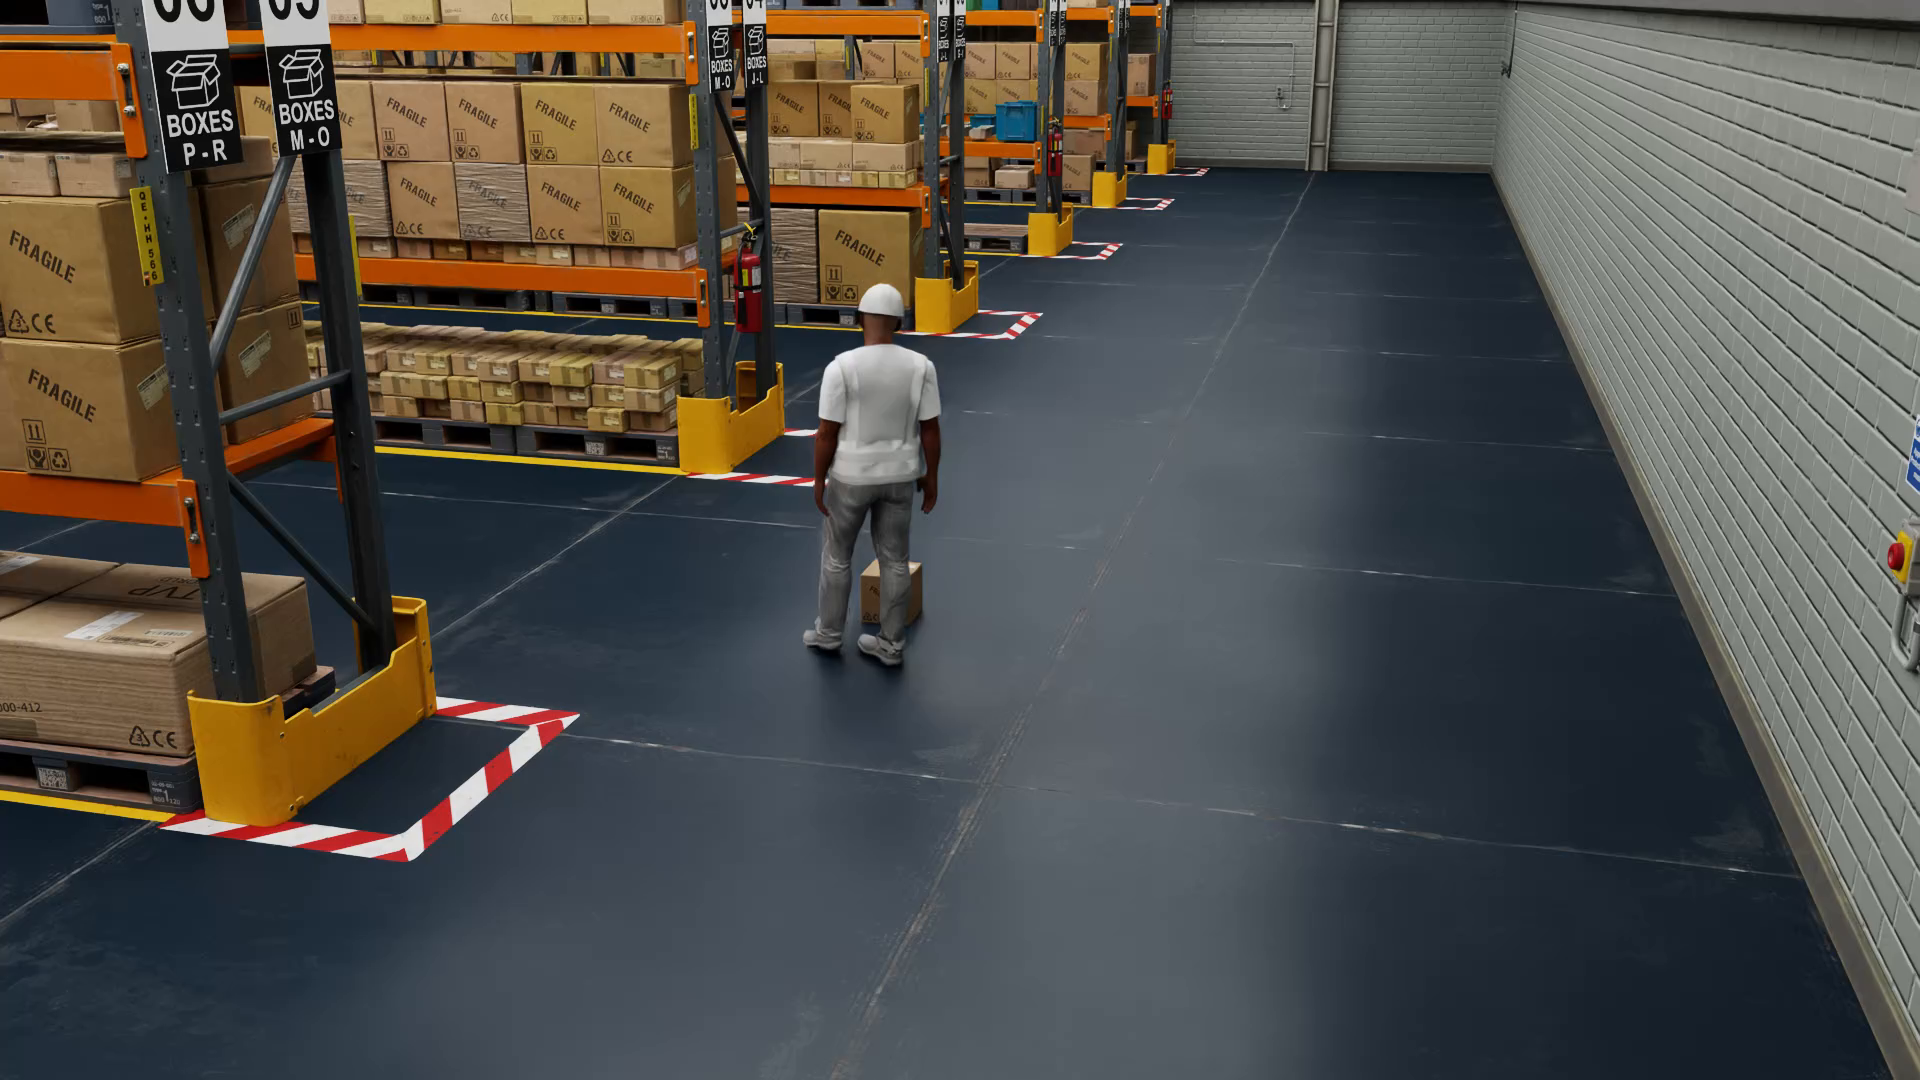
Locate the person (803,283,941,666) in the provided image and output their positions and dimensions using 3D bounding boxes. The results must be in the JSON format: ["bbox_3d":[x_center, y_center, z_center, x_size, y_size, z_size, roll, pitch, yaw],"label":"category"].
[{"bbox_3d":[-0.419,-0.315,7.681,0.590,1.774,0.547,-6,19,-17],"label":"person"}]
